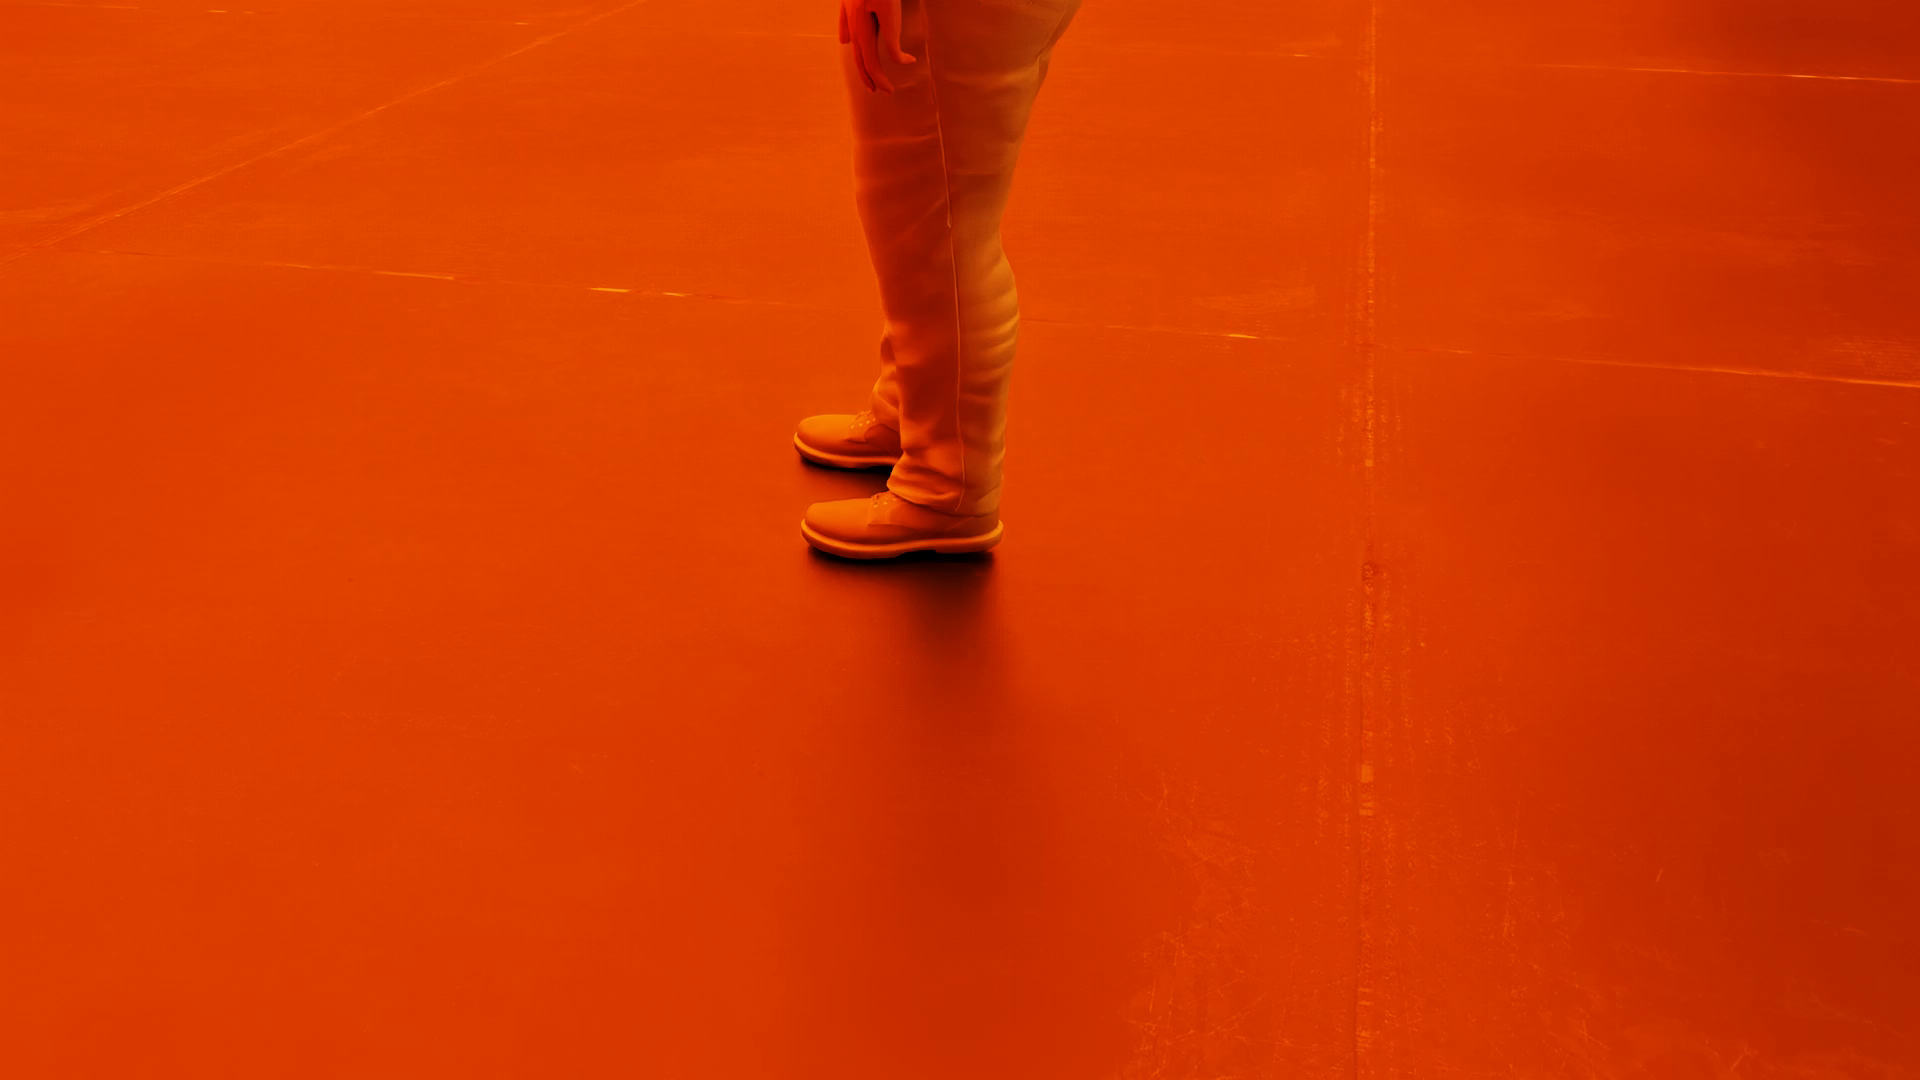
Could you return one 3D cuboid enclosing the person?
[{"bbox_3d":[-0.070,-0.769,2.156,0.529,1.670,0.598,6,27,11],"label":"person"}]
